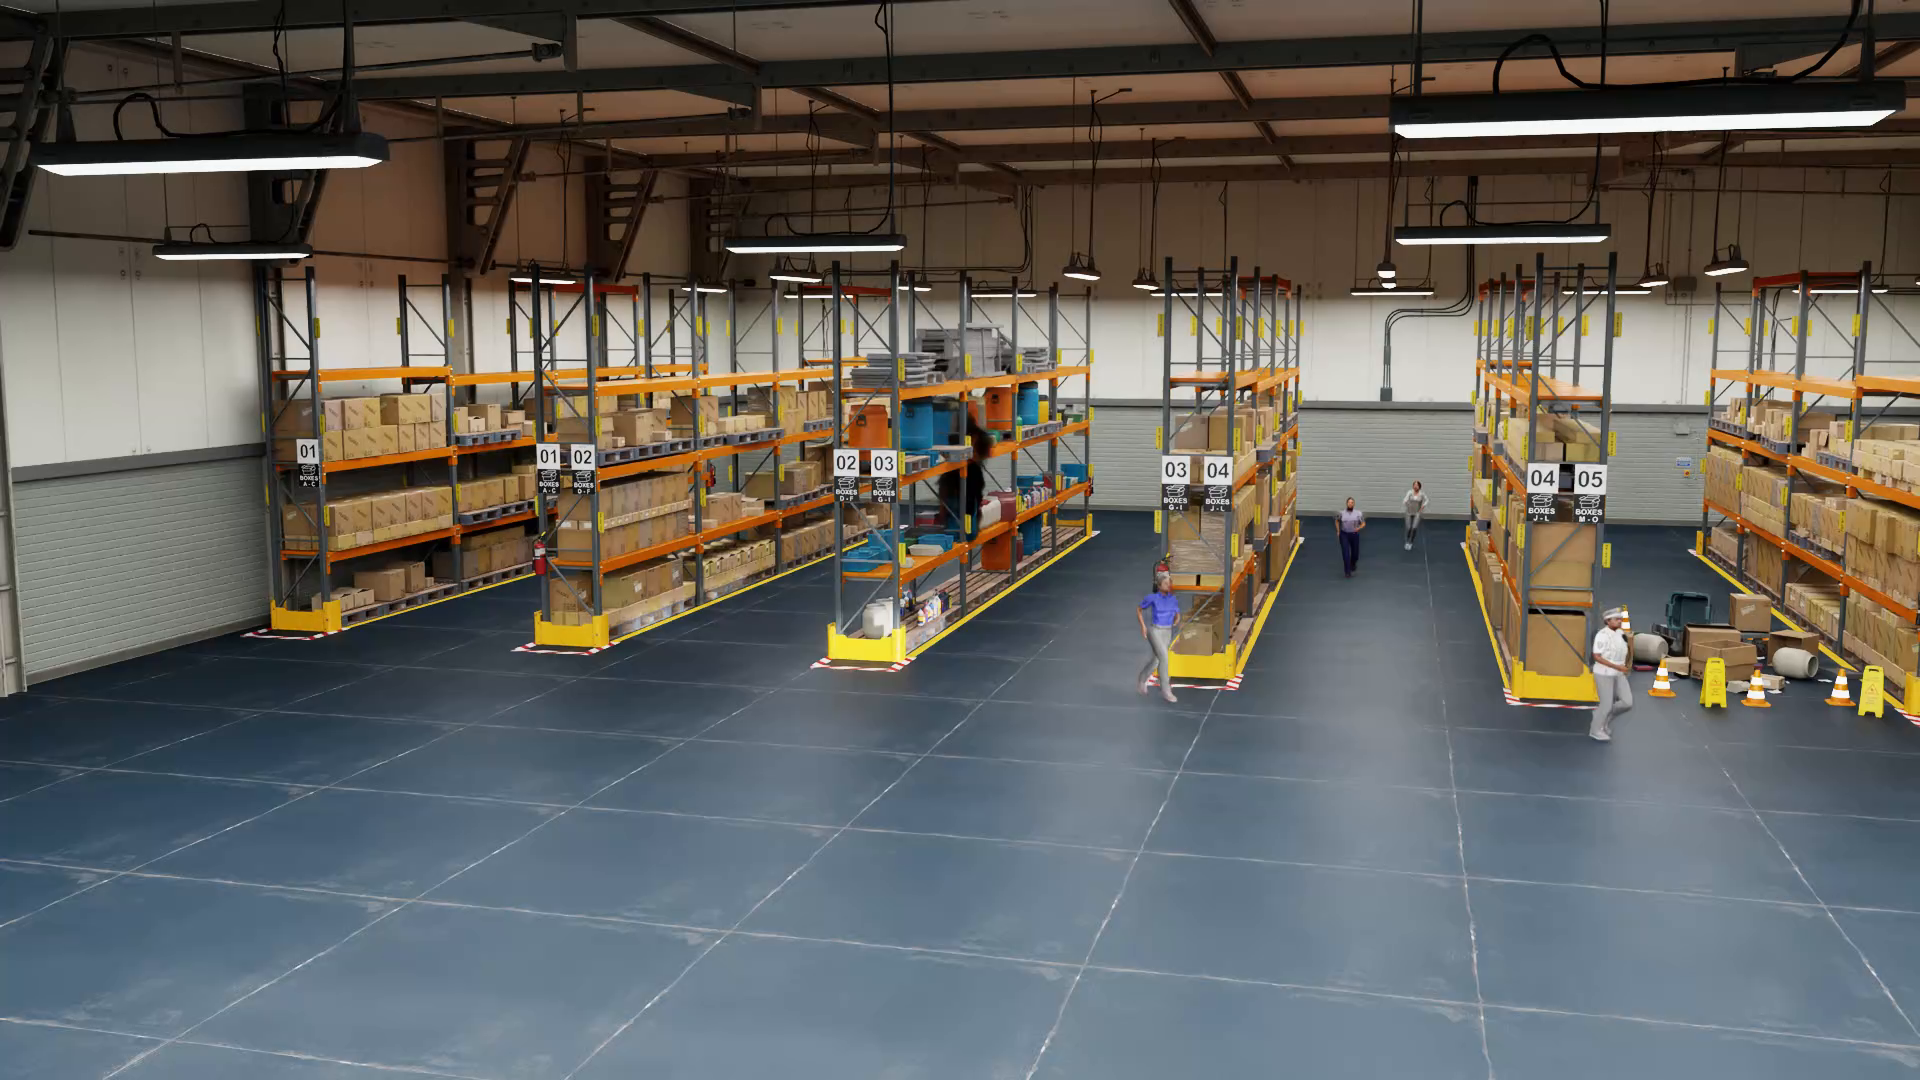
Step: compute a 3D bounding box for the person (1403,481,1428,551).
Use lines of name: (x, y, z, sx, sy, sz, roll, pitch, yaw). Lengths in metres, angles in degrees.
person: (10.277, -0.542, 37.607, 0.530, 1.614, 0.666, 3, 8, 24)

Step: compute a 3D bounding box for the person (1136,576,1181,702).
person: (2.757, 1.345, 22.597, 0.560, 1.548, 0.893, -5, 9, -33)

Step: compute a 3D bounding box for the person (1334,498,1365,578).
person: (7.874, -0.057, 33.617, 0.609, 1.610, 0.693, 1, 7, 12)

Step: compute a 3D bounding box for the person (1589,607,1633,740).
person: (7.934, 1.623, 20.141, 0.615, 1.649, 0.572, -4, 8, -28)
